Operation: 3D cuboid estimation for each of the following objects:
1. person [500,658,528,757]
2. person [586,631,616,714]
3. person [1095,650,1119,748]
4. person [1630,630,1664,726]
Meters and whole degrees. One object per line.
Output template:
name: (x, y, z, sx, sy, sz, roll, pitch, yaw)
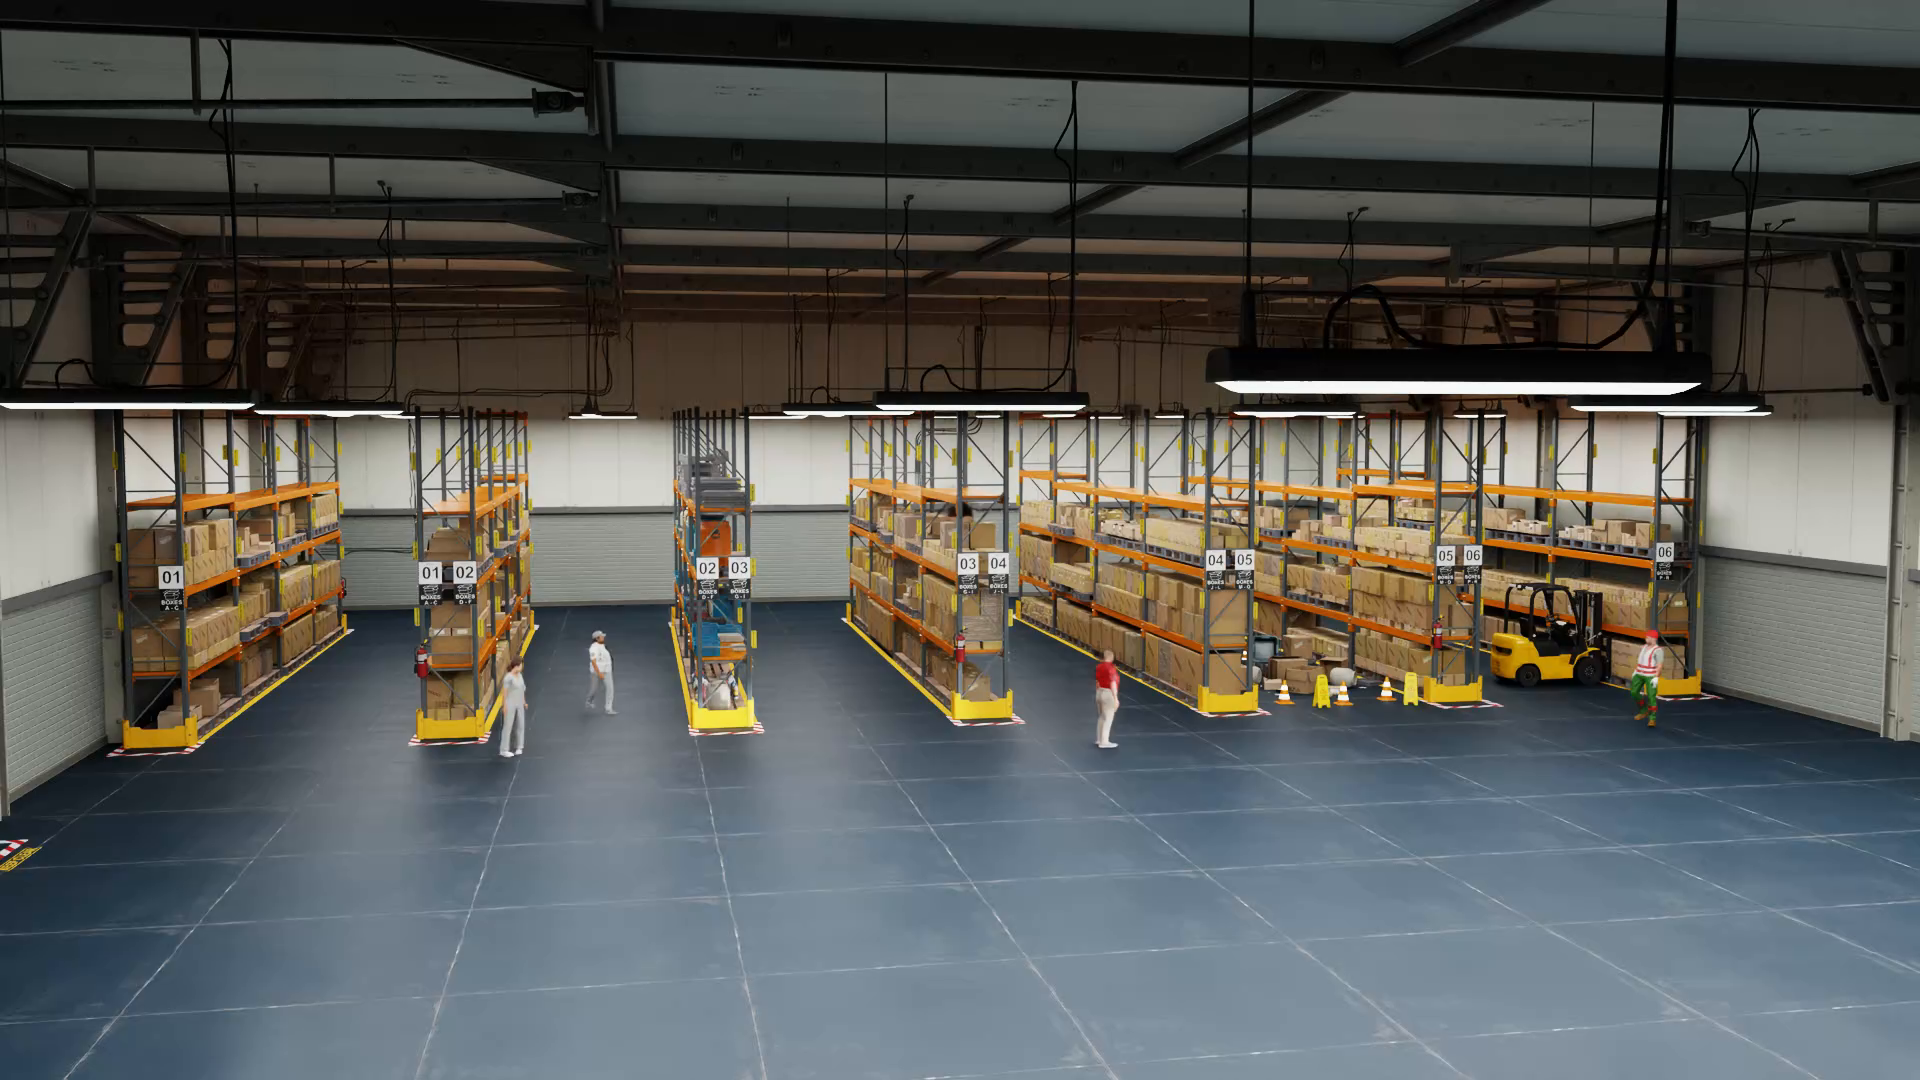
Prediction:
person: (-7.659, 2.855, 28.549, 0.339, 1.685, 0.498, 2, 5, 30)
person: (-7.067, 2.587, 32.678, 0.487, 1.615, 0.908, -3, 5, -32)
person: (2.613, 2.810, 29.253, 0.409, 1.774, 0.639, -2, 5, -26)
person: (13.010, 2.584, 31.469, 0.486, 1.788, 0.633, -3, 5, -32)
